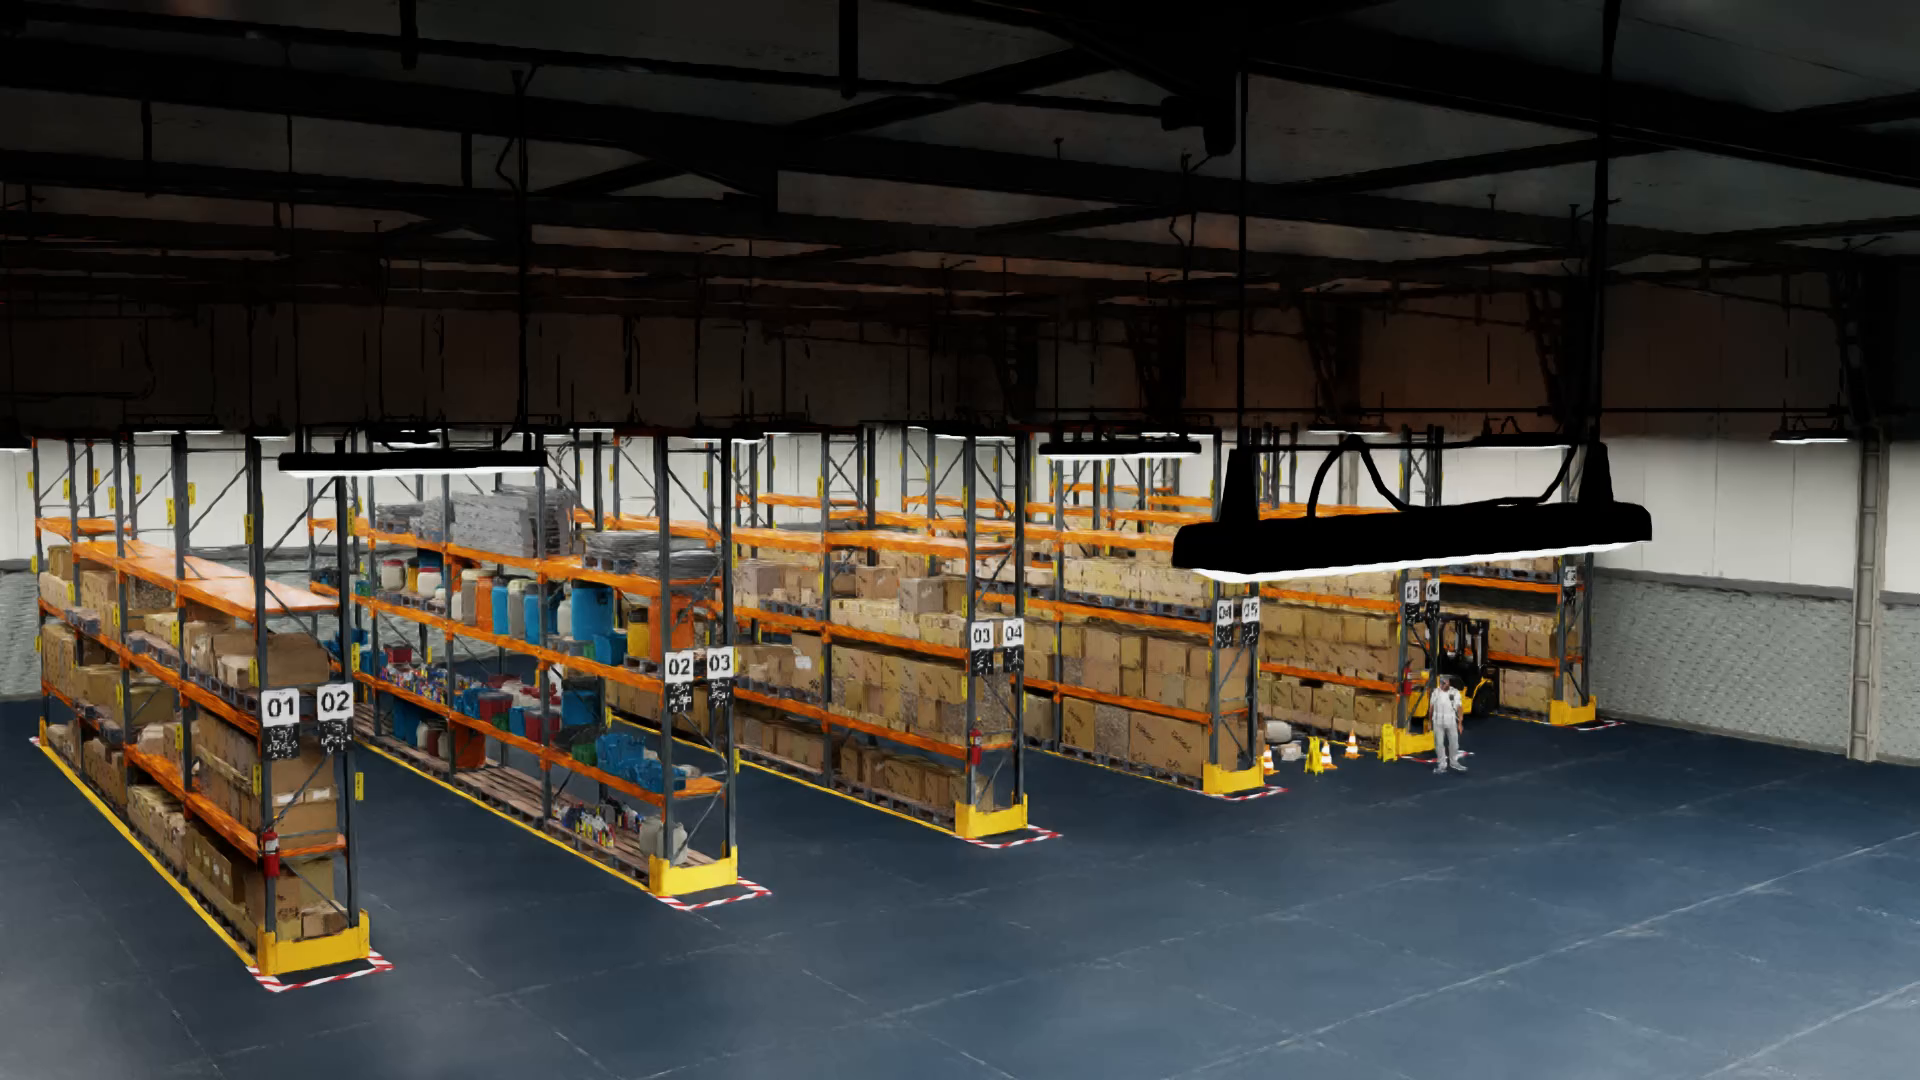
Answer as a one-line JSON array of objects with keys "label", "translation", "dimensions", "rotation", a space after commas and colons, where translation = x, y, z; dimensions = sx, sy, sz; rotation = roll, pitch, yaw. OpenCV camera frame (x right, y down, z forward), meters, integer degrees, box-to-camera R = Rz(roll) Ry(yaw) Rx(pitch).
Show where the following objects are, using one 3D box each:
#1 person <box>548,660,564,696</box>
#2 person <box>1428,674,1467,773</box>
[{"label": "person", "translation": [-7.742, 2.957, 31.588], "dimensions": [0.576, 1.764, 0.664], "rotation": [-1, 5, -10]}, {"label": "person", "translation": [8.524, 3.187, 29.091], "dimensions": [0.656, 1.741, 0.569], "rotation": [2, 5, 24]}]
